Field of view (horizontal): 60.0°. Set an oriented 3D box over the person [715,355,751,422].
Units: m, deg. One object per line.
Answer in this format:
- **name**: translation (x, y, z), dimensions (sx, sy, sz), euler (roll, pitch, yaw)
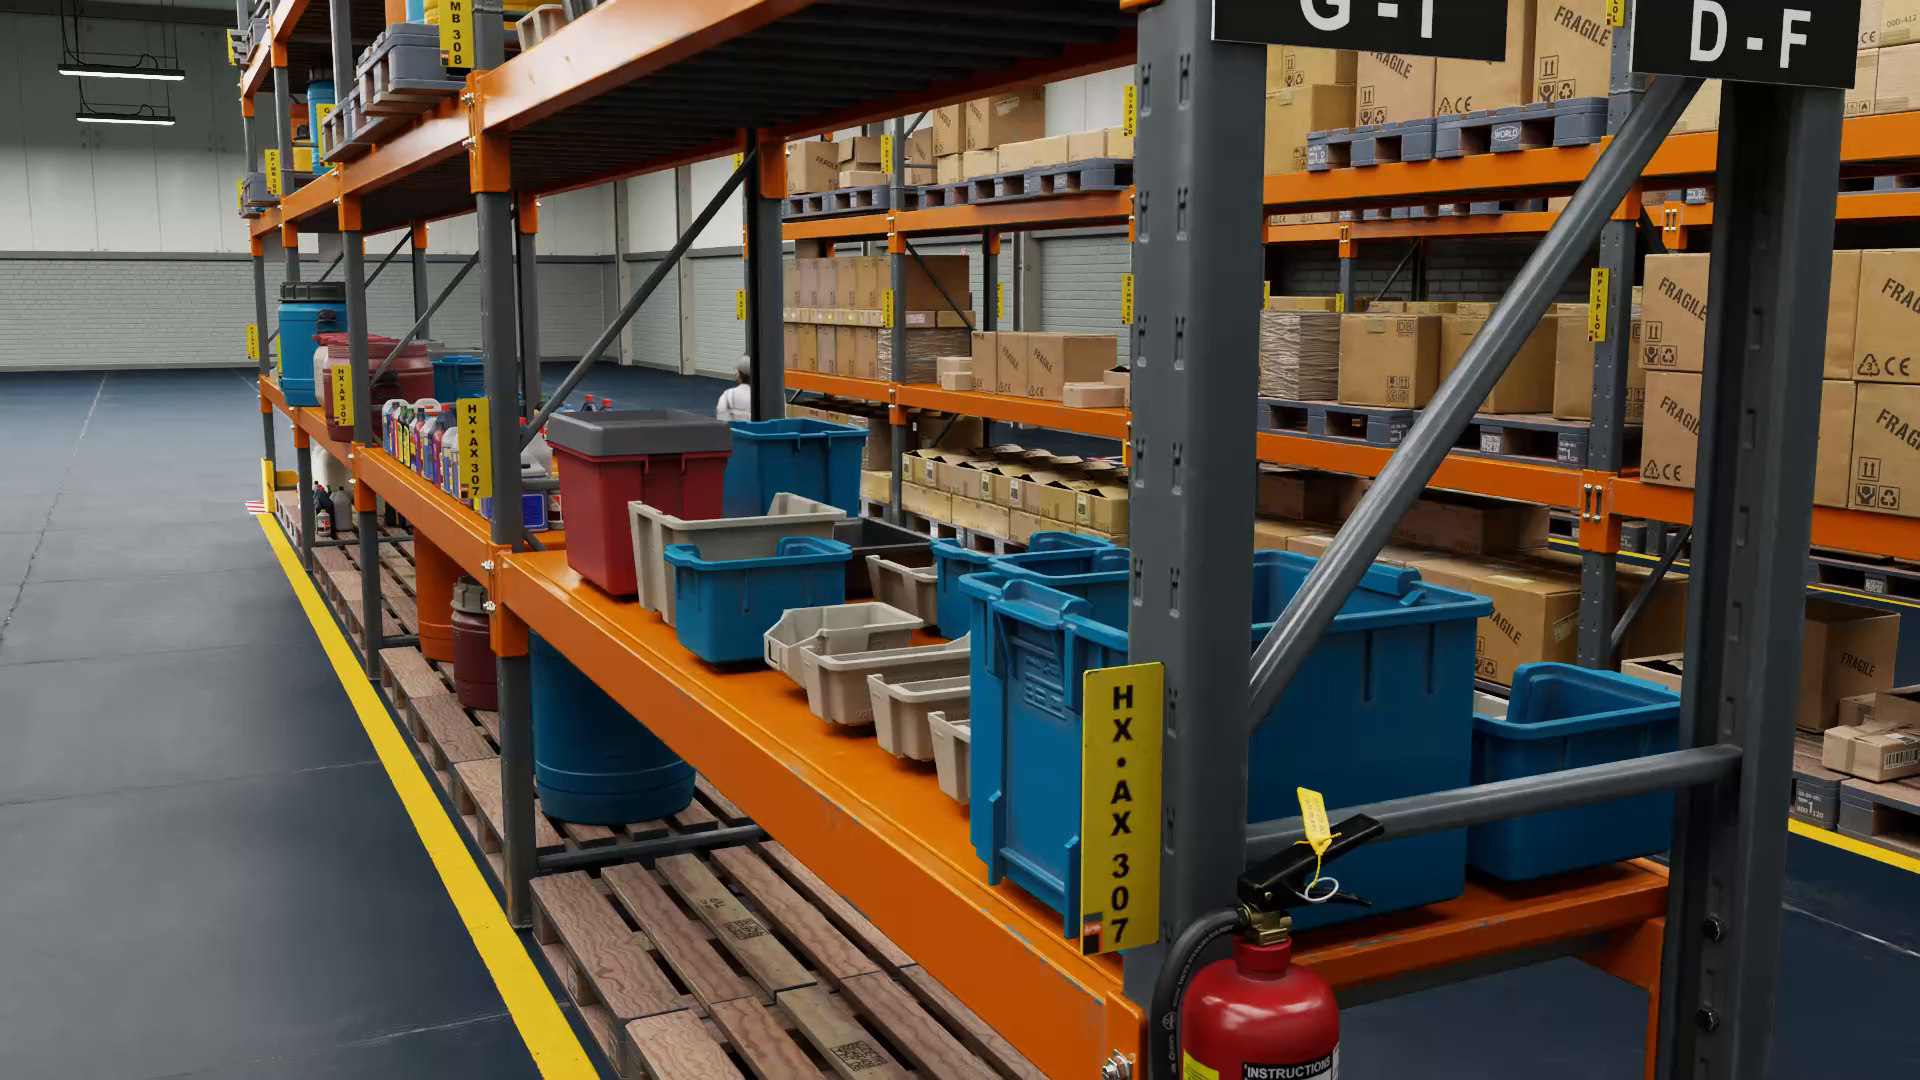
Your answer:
- **person**: translation (-1.643, -0.600, 12.750), dimensions (0.490, 1.625, 0.890), euler (-3, 9, -18)
